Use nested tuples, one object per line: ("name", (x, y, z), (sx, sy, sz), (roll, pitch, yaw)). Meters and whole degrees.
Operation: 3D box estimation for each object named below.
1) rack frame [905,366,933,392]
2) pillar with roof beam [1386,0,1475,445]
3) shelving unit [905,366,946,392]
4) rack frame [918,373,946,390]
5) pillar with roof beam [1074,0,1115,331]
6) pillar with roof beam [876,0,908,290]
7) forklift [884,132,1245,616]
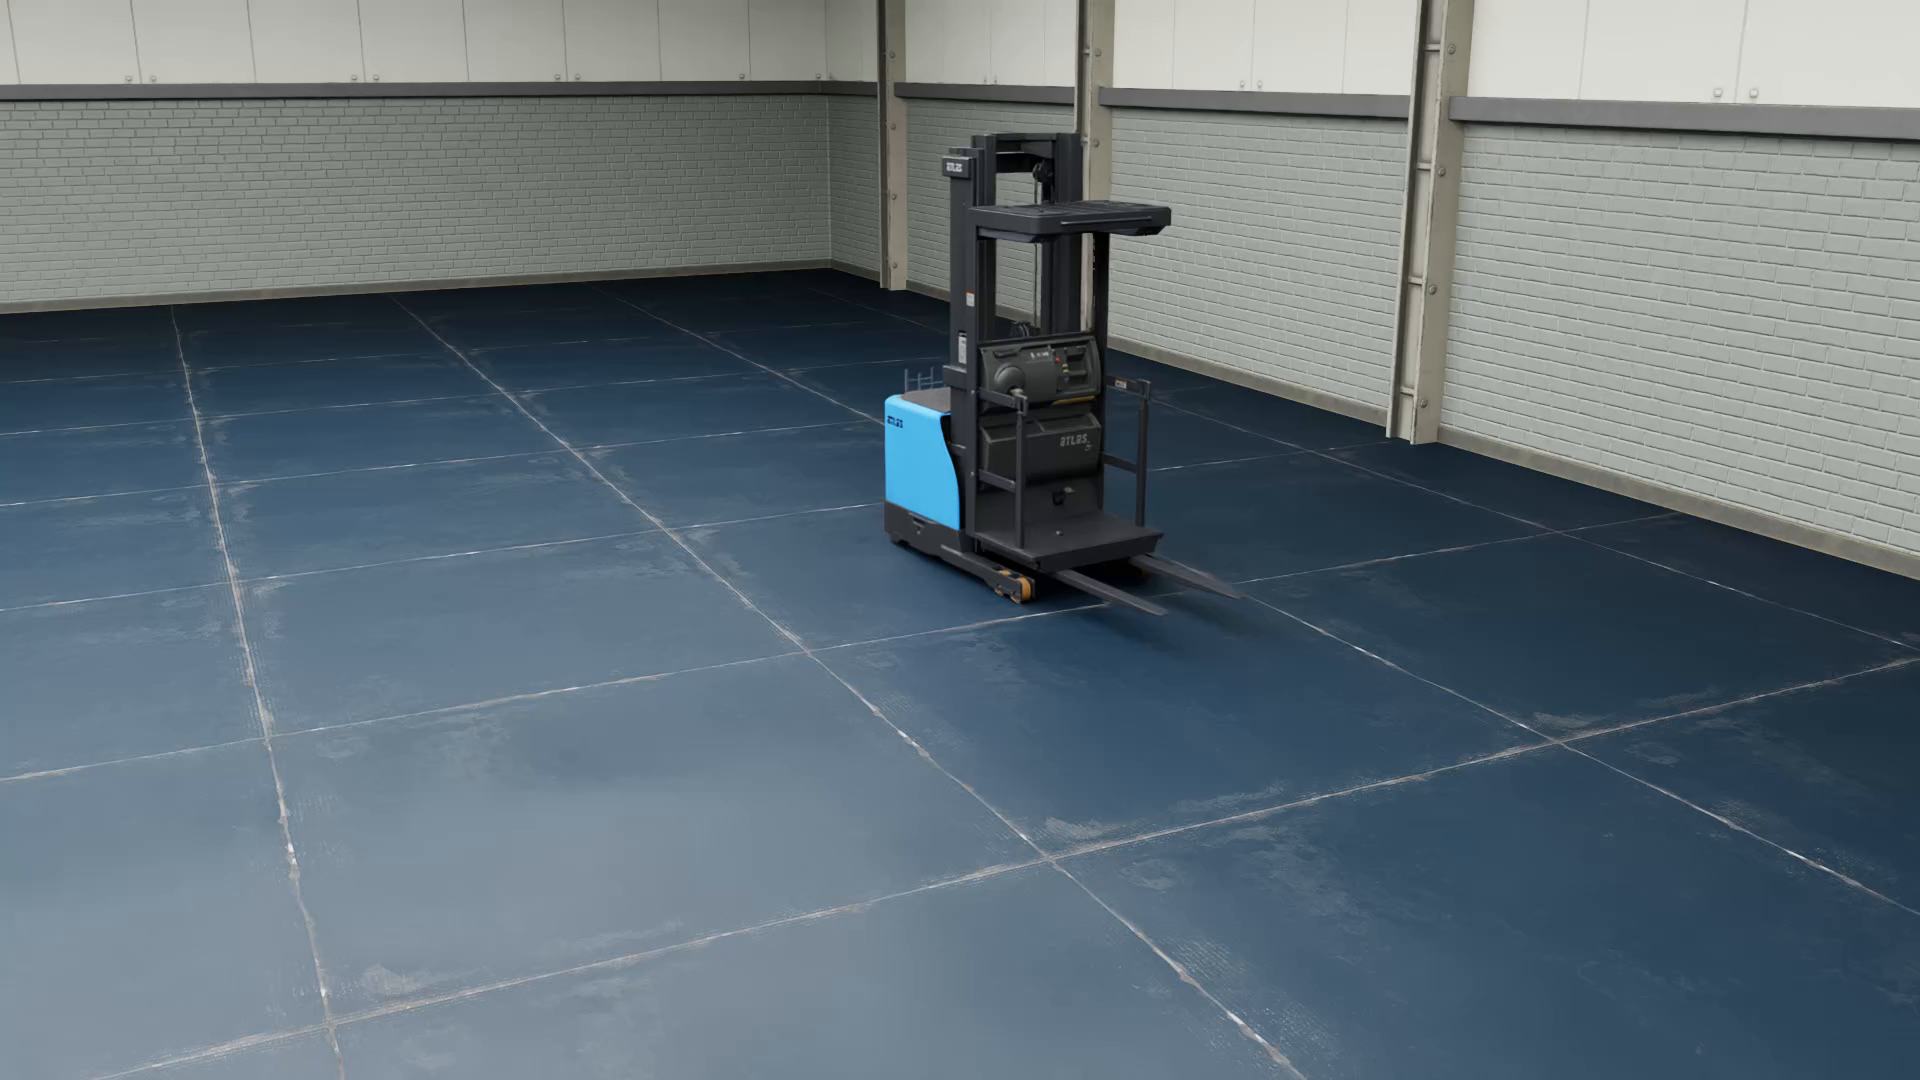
("rack frame", (-0.302, -0.704, 12.528), (0.240, 1.200, 0.006), (-10, 19, -31))
("pillar with roof beam", (0.358, -4.751, 12.492), (9.100, 9.000, 0.400), (-8, 18, -25))
("shelving unit", (-0.252, -0.683, 12.454), (0.258, 1.200, 0.189), (-10, 19, -31))
("rack frame", (-0.203, -0.661, 12.380), (0.240, 1.200, 0.006), (-10, 19, -31))
("pillar with roof beam", (-2.270, -6.239, 17.676), (9.100, 9.000, 0.400), (-8, 18, -25))
("pillar with roof beam", (-4.899, -7.726, 22.861), (9.100, 9.000, 0.400), (-8, 18, -25))
("forklift", (0.661, -1.147, 10.935), (1.130, 2.935, 3.031), (-10, 19, -31))
